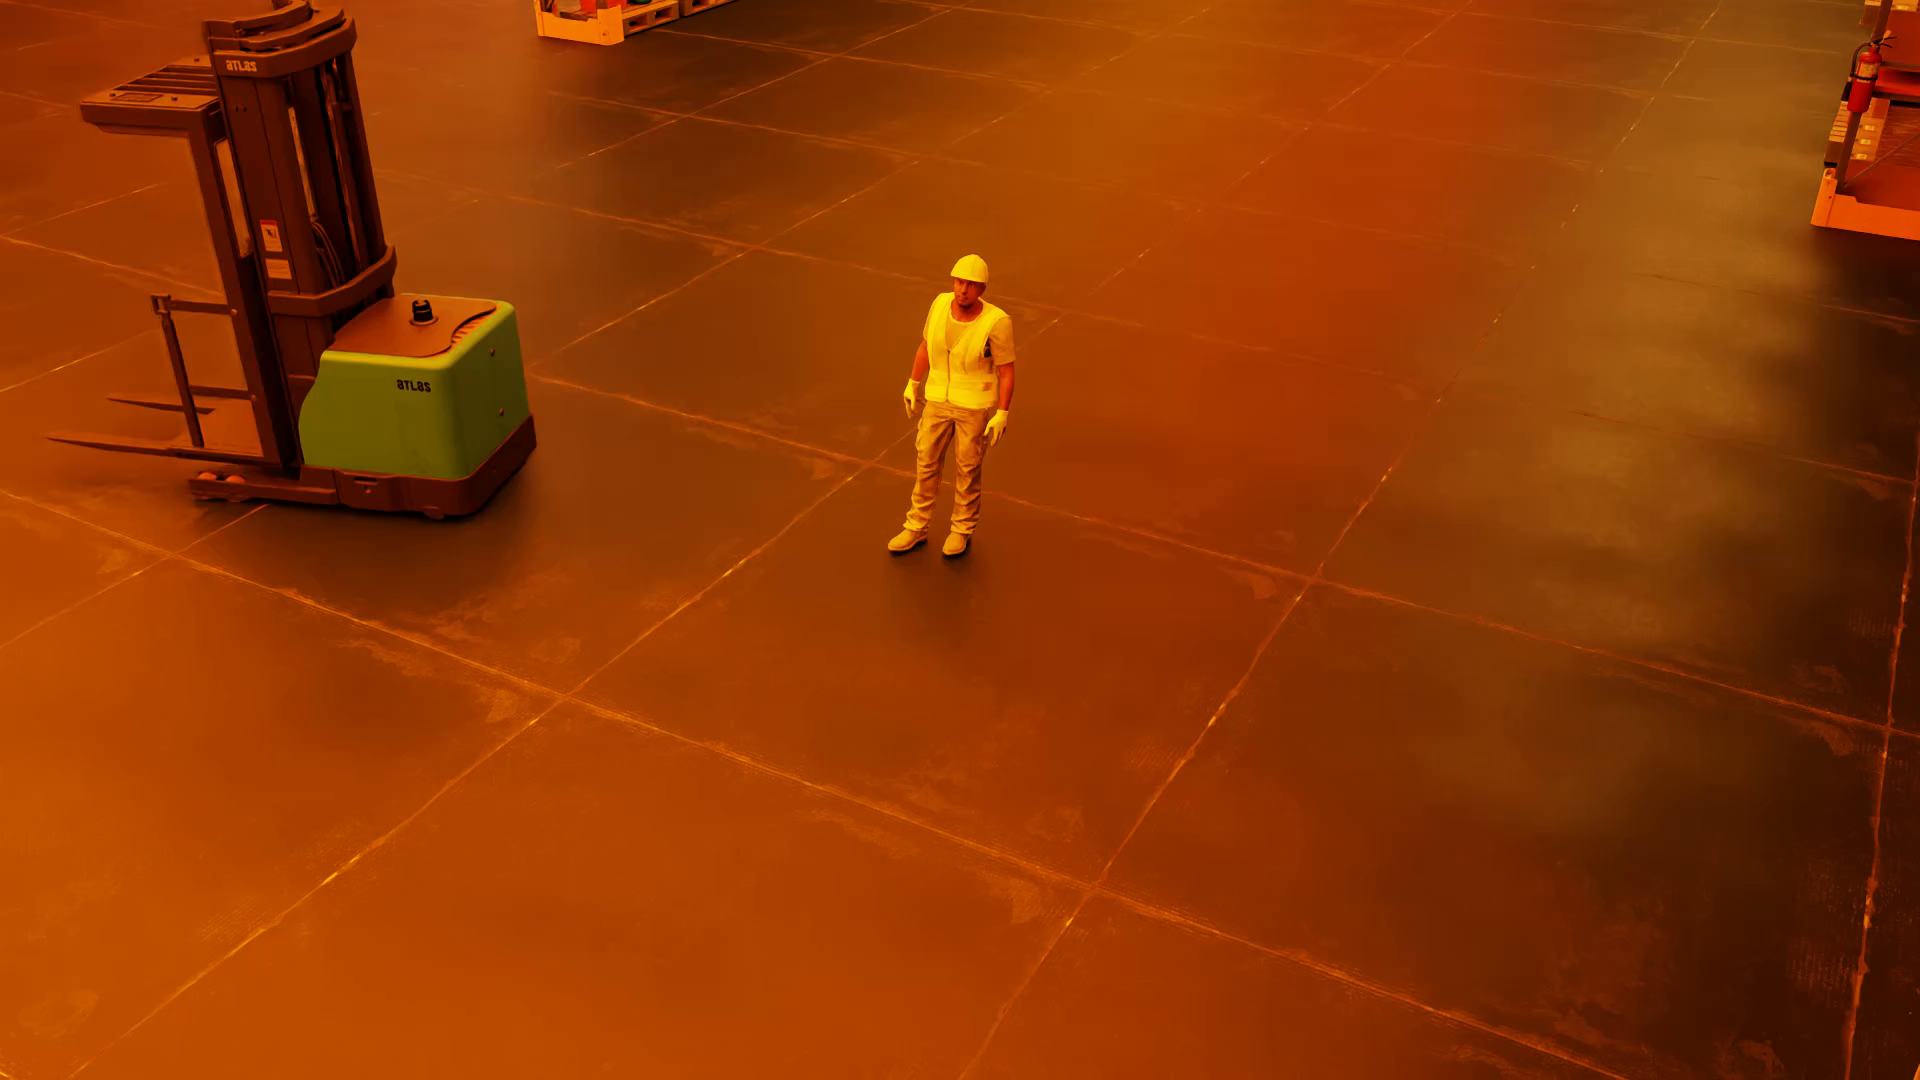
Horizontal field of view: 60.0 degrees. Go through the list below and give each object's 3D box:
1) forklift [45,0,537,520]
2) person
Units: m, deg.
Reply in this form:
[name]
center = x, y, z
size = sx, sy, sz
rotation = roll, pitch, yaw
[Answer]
[forklift]
center = -4.350, -1.754, 10.110
size = 3.031, 2.935, 1.130
rotation = 6, 30, 10
[person]
center = -0.042, -0.750, 9.503
size = 0.656, 1.782, 0.577
rotation = 15, 33, 25
